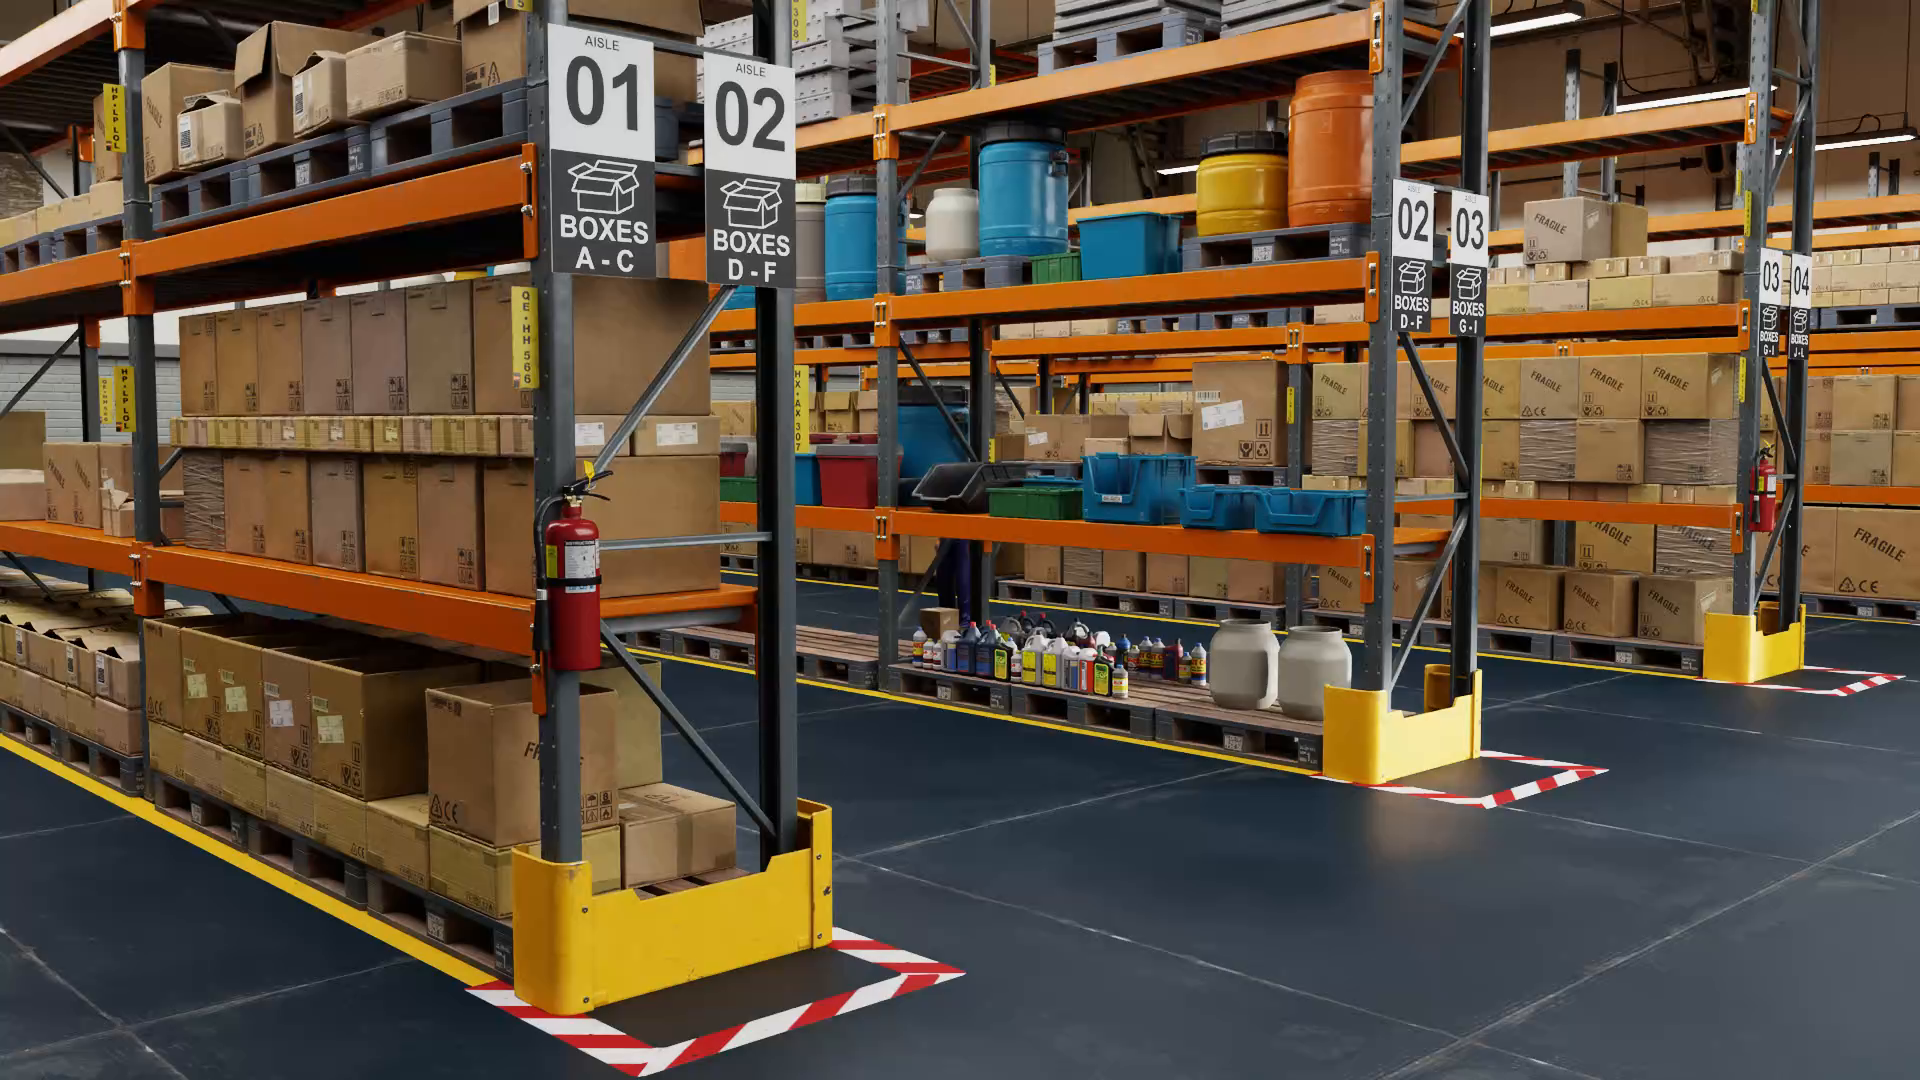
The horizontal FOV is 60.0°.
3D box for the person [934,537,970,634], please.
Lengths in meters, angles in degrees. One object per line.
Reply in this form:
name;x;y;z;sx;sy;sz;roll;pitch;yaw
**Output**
person;-0.033;0.040;15.043;0.561;1.651;0.427;4;5;42
